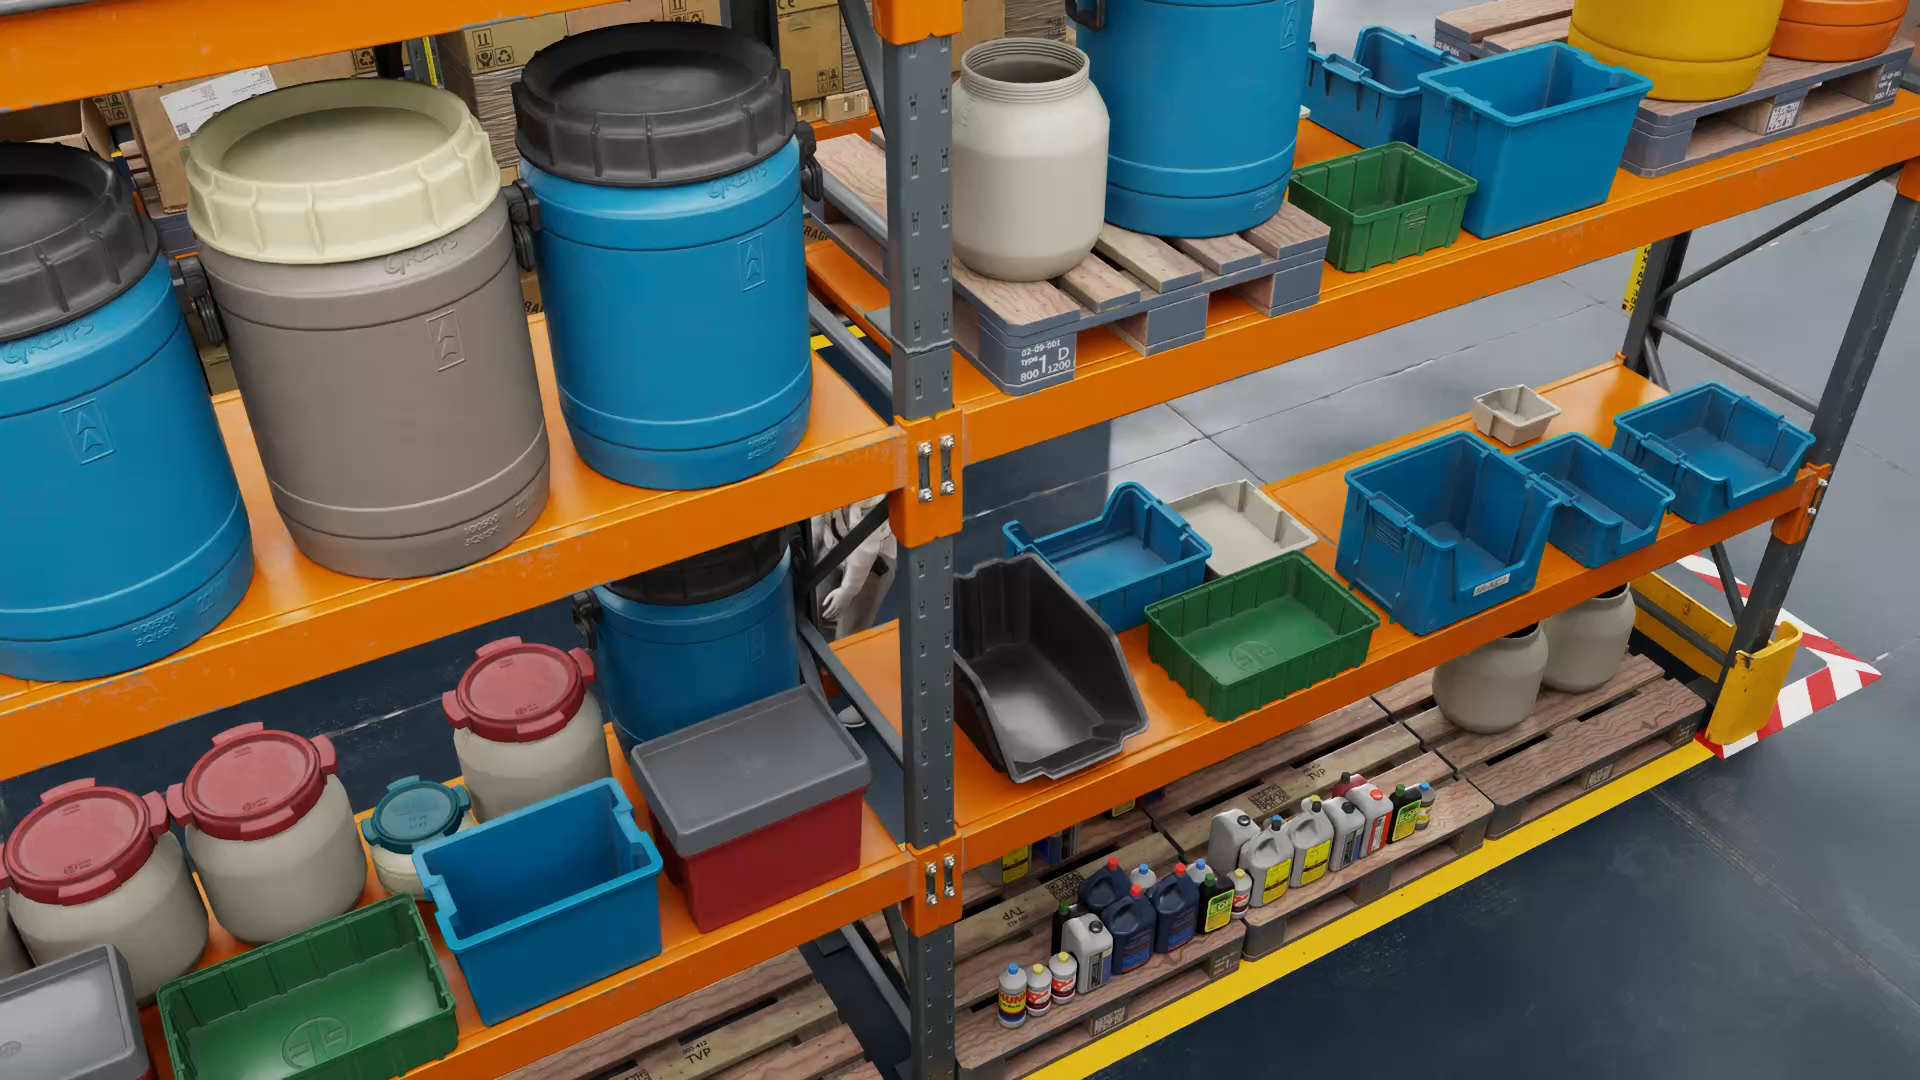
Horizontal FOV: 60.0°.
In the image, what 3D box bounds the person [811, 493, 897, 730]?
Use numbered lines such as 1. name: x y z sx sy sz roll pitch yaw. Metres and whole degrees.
1. person: -0.471 0.096 6.860 0.485 1.604 0.508 -18 41 -23
